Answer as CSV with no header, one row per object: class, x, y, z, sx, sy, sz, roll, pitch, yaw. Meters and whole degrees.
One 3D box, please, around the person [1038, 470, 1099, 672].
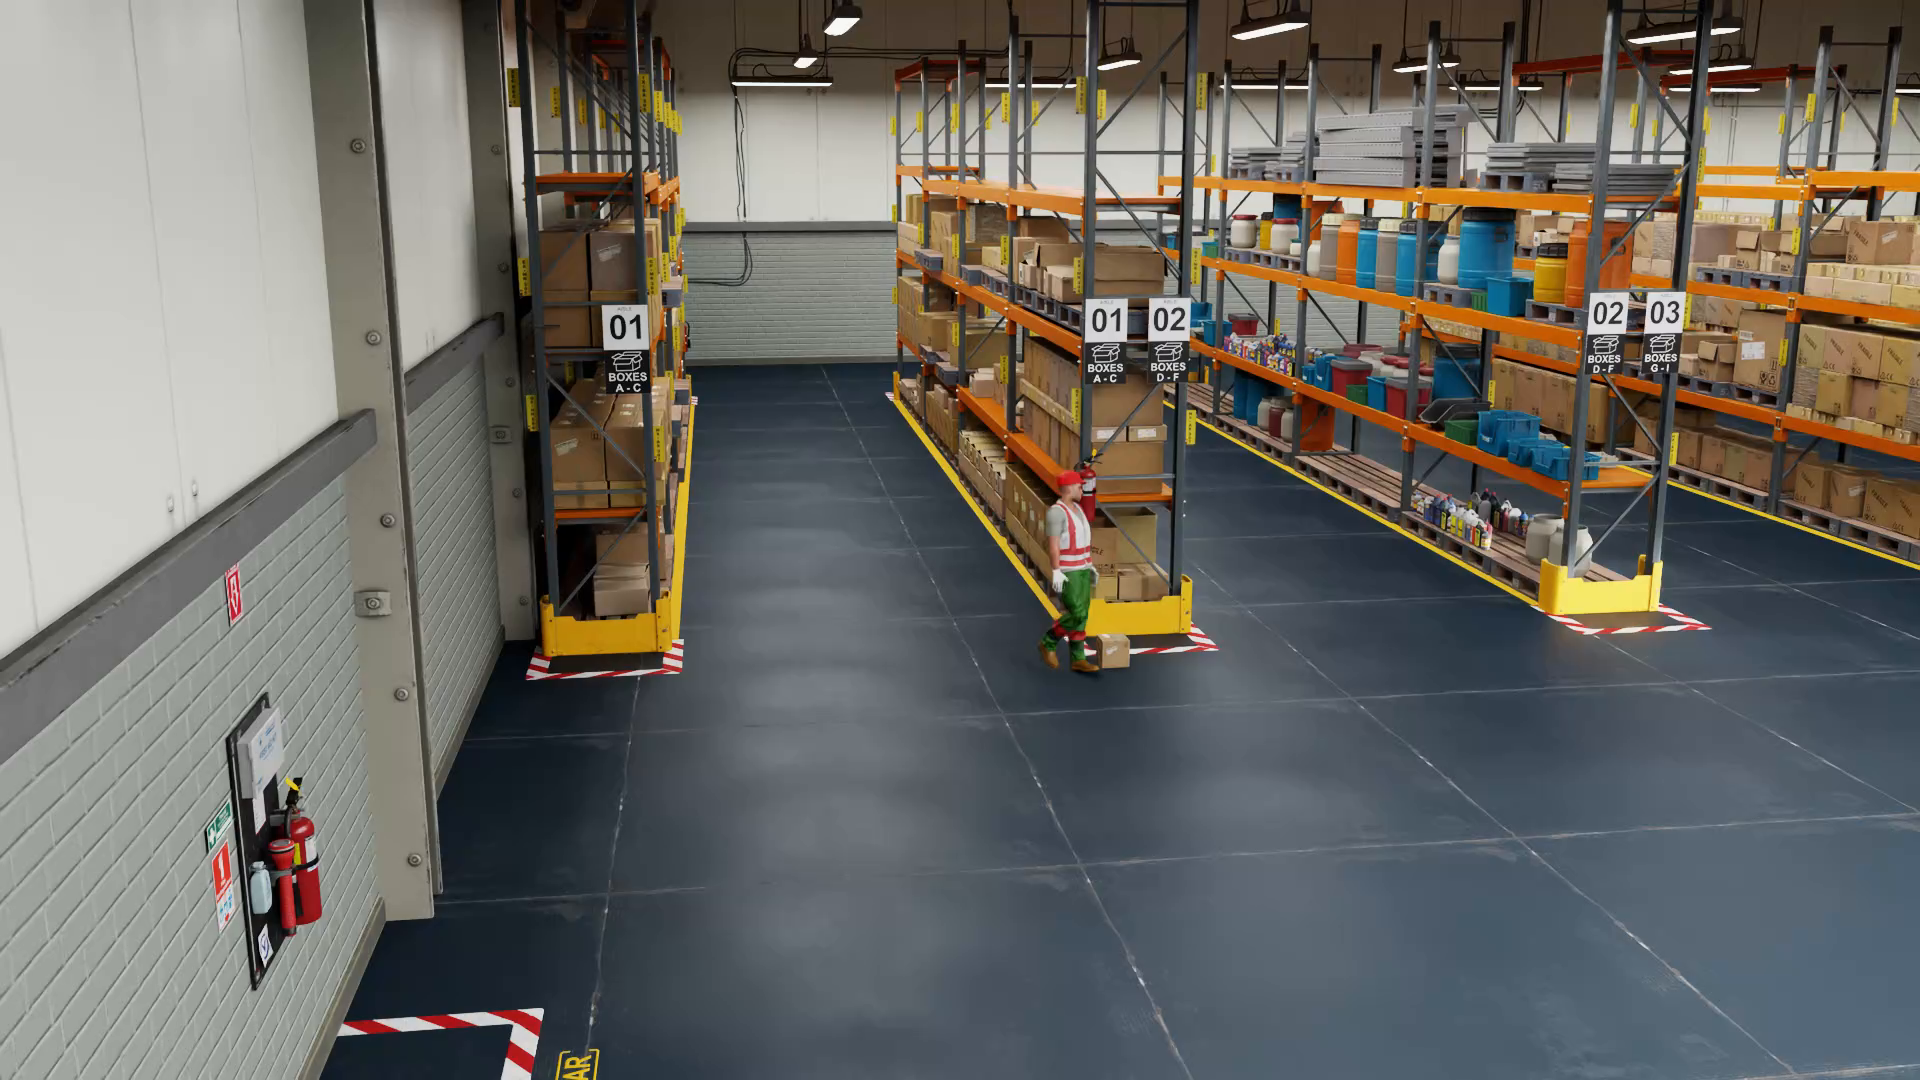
person,1.018,0.287,14.693,0.560,1.775,0.576,8,15,33
